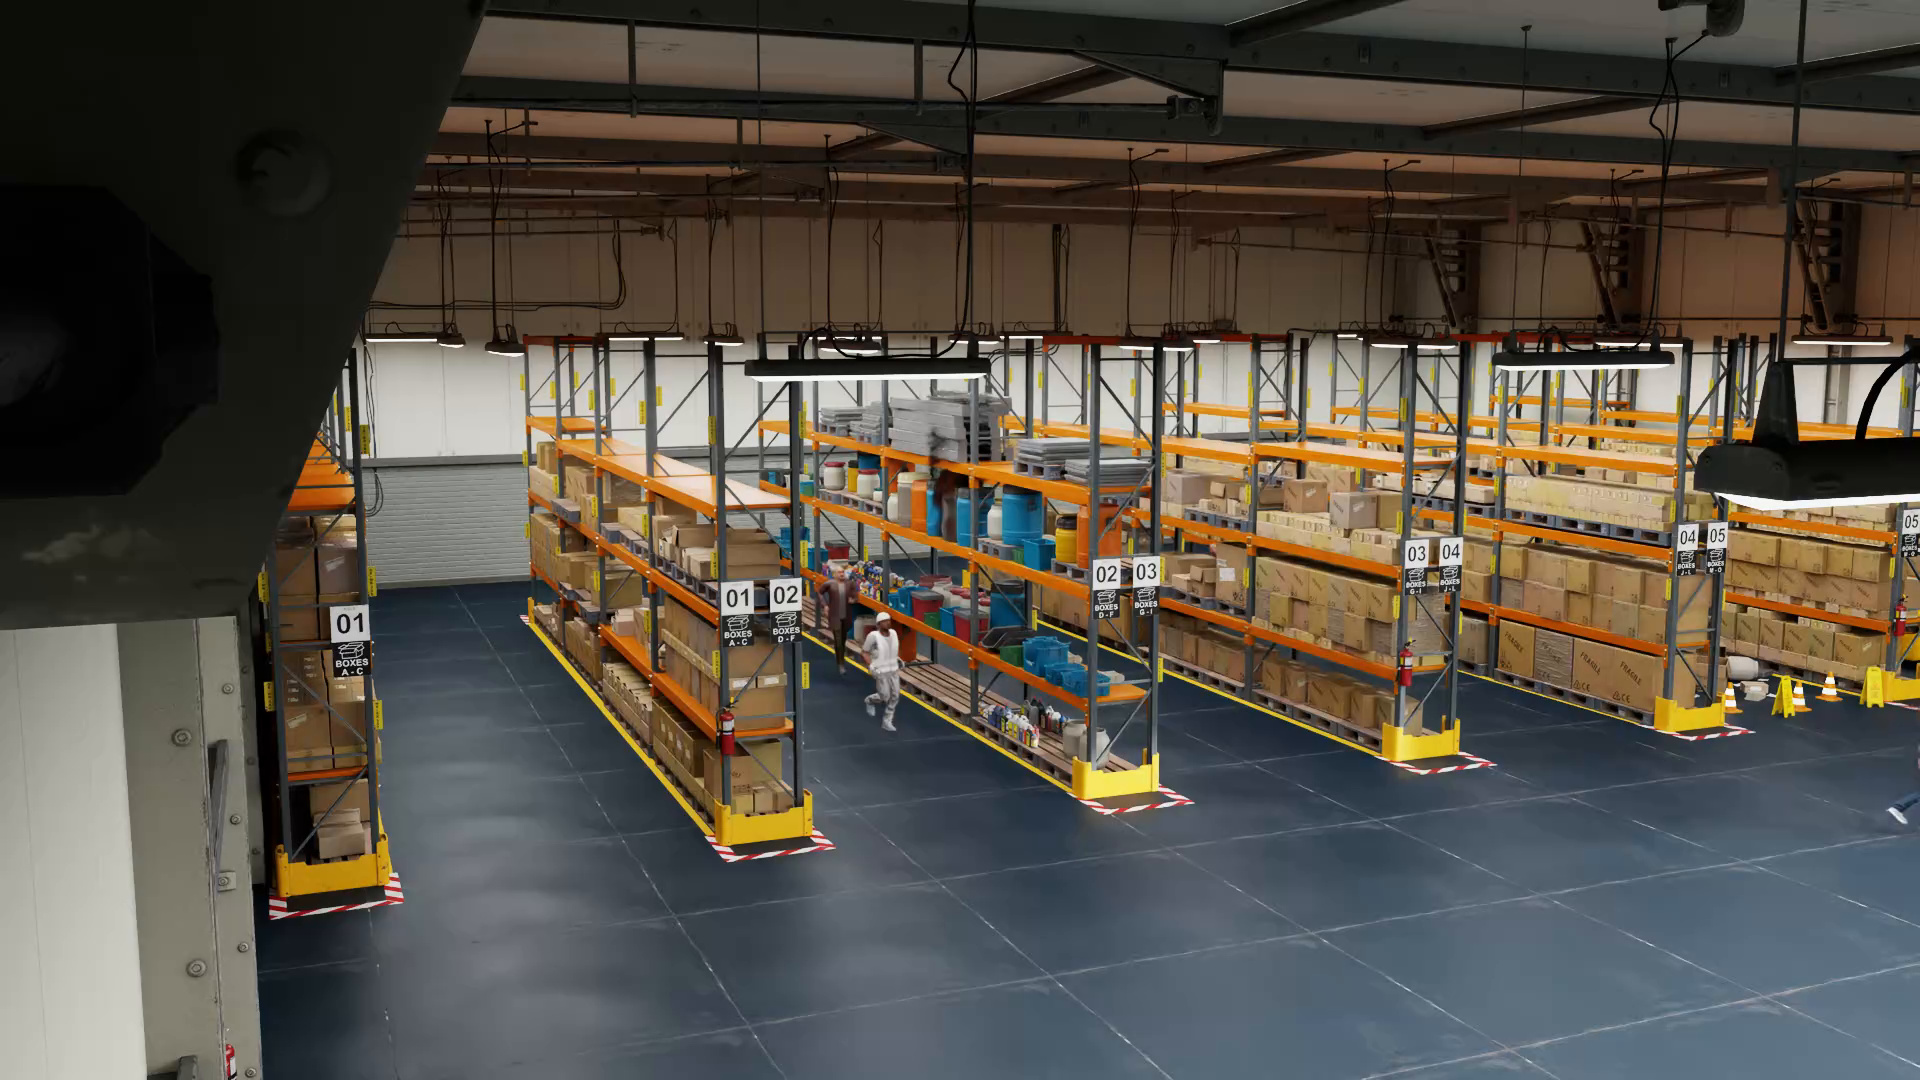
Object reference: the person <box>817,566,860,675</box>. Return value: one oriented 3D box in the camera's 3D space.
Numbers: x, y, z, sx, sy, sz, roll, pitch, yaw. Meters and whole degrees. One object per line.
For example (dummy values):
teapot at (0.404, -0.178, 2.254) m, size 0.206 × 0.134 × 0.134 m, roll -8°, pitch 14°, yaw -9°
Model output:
person at (-2.064, 1.350, 28.649) m, size 0.698 × 1.832 × 0.852 m, roll -3°, pitch 8°, yaw -21°

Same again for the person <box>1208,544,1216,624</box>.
person at (5.318, 0.917, 34.399) m, size 0.648 × 1.677 × 0.590 m, roll -4°, pitch 9°, yaw -27°

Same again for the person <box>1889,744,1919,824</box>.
person at (11.917, 2.831, 20.470) m, size 0.815 × 1.606 × 0.526 m, roll 2°, pitch 8°, yaw 17°

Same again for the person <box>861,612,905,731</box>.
person at (-1.129, 1.923, 24.531) m, size 0.683 × 1.747 × 0.625 m, roll -6°, pitch 9°, yaw -37°
